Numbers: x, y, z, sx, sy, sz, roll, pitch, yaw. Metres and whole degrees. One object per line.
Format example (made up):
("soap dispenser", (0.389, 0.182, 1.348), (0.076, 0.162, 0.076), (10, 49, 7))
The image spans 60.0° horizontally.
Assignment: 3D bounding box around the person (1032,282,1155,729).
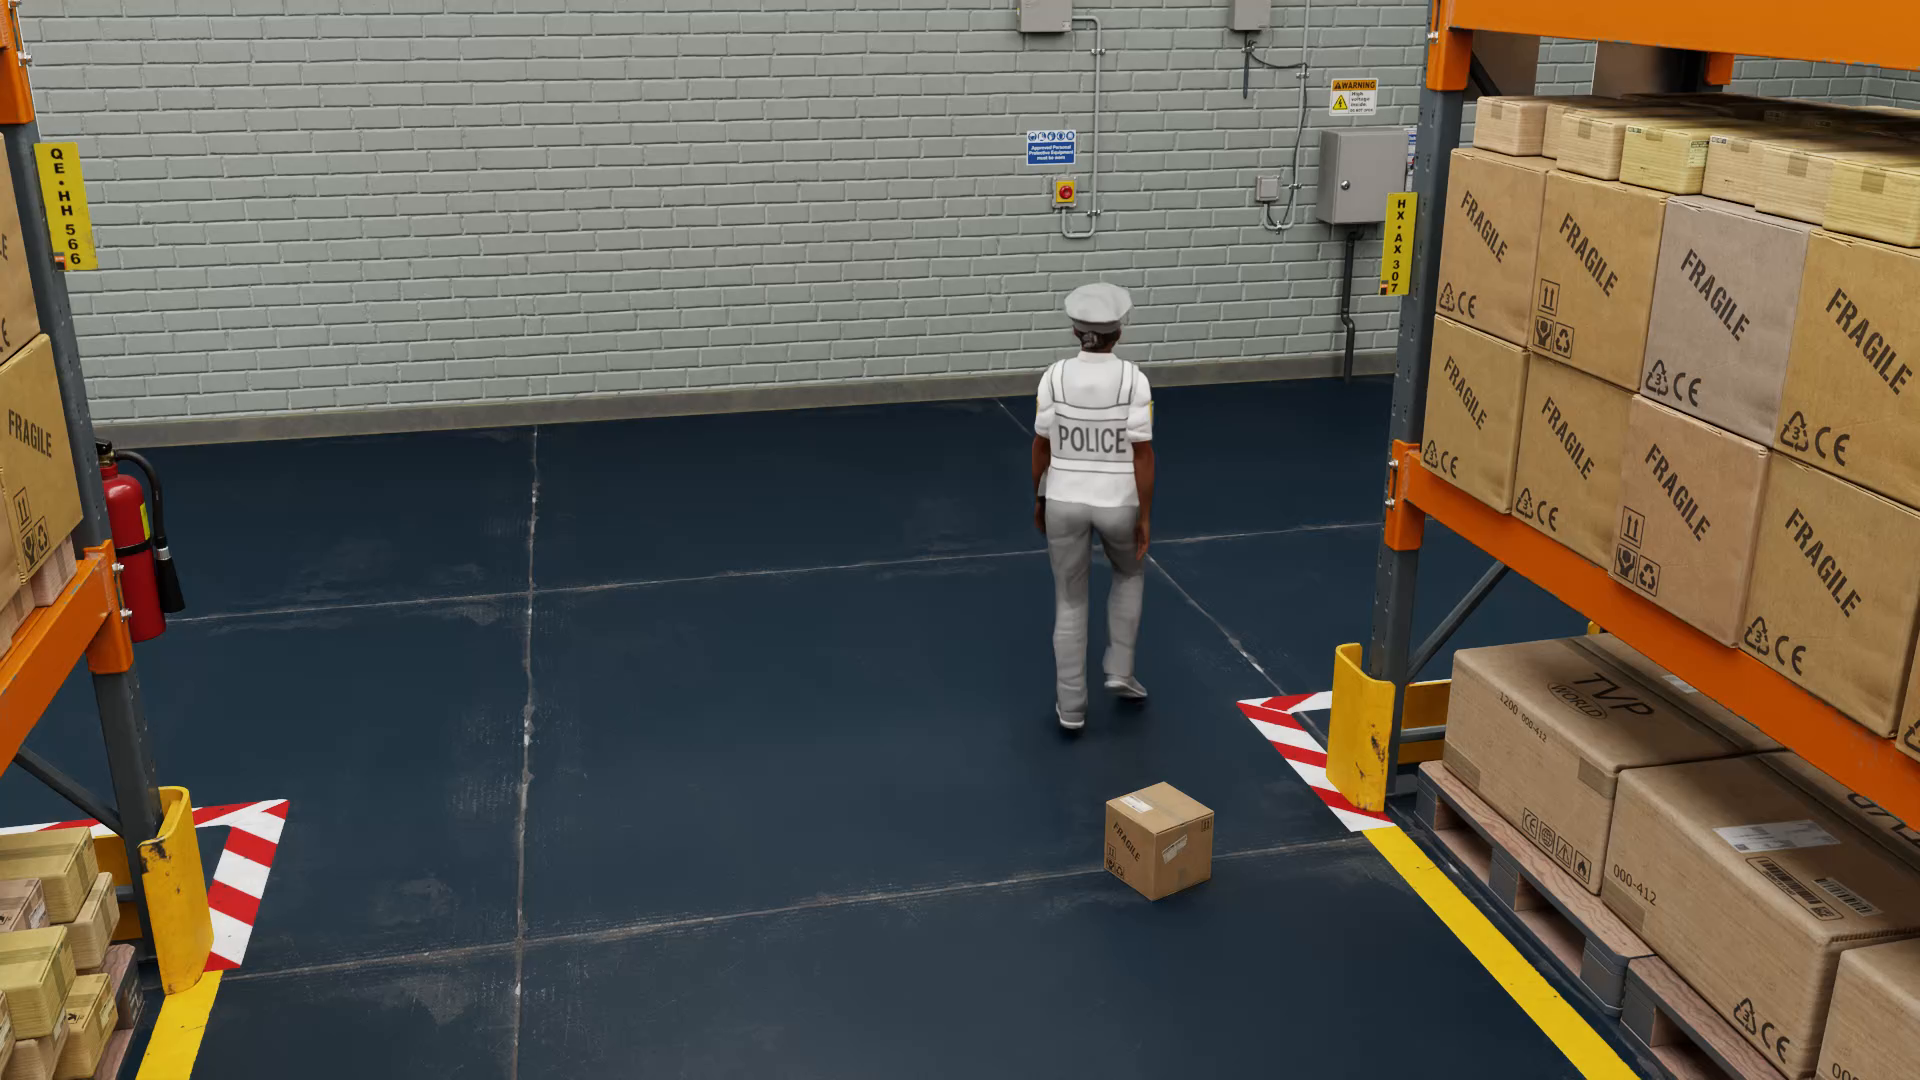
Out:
("person", (0.503, -0.103, 6.326), (0.476, 1.727, 0.524), (2, 20, 6))
